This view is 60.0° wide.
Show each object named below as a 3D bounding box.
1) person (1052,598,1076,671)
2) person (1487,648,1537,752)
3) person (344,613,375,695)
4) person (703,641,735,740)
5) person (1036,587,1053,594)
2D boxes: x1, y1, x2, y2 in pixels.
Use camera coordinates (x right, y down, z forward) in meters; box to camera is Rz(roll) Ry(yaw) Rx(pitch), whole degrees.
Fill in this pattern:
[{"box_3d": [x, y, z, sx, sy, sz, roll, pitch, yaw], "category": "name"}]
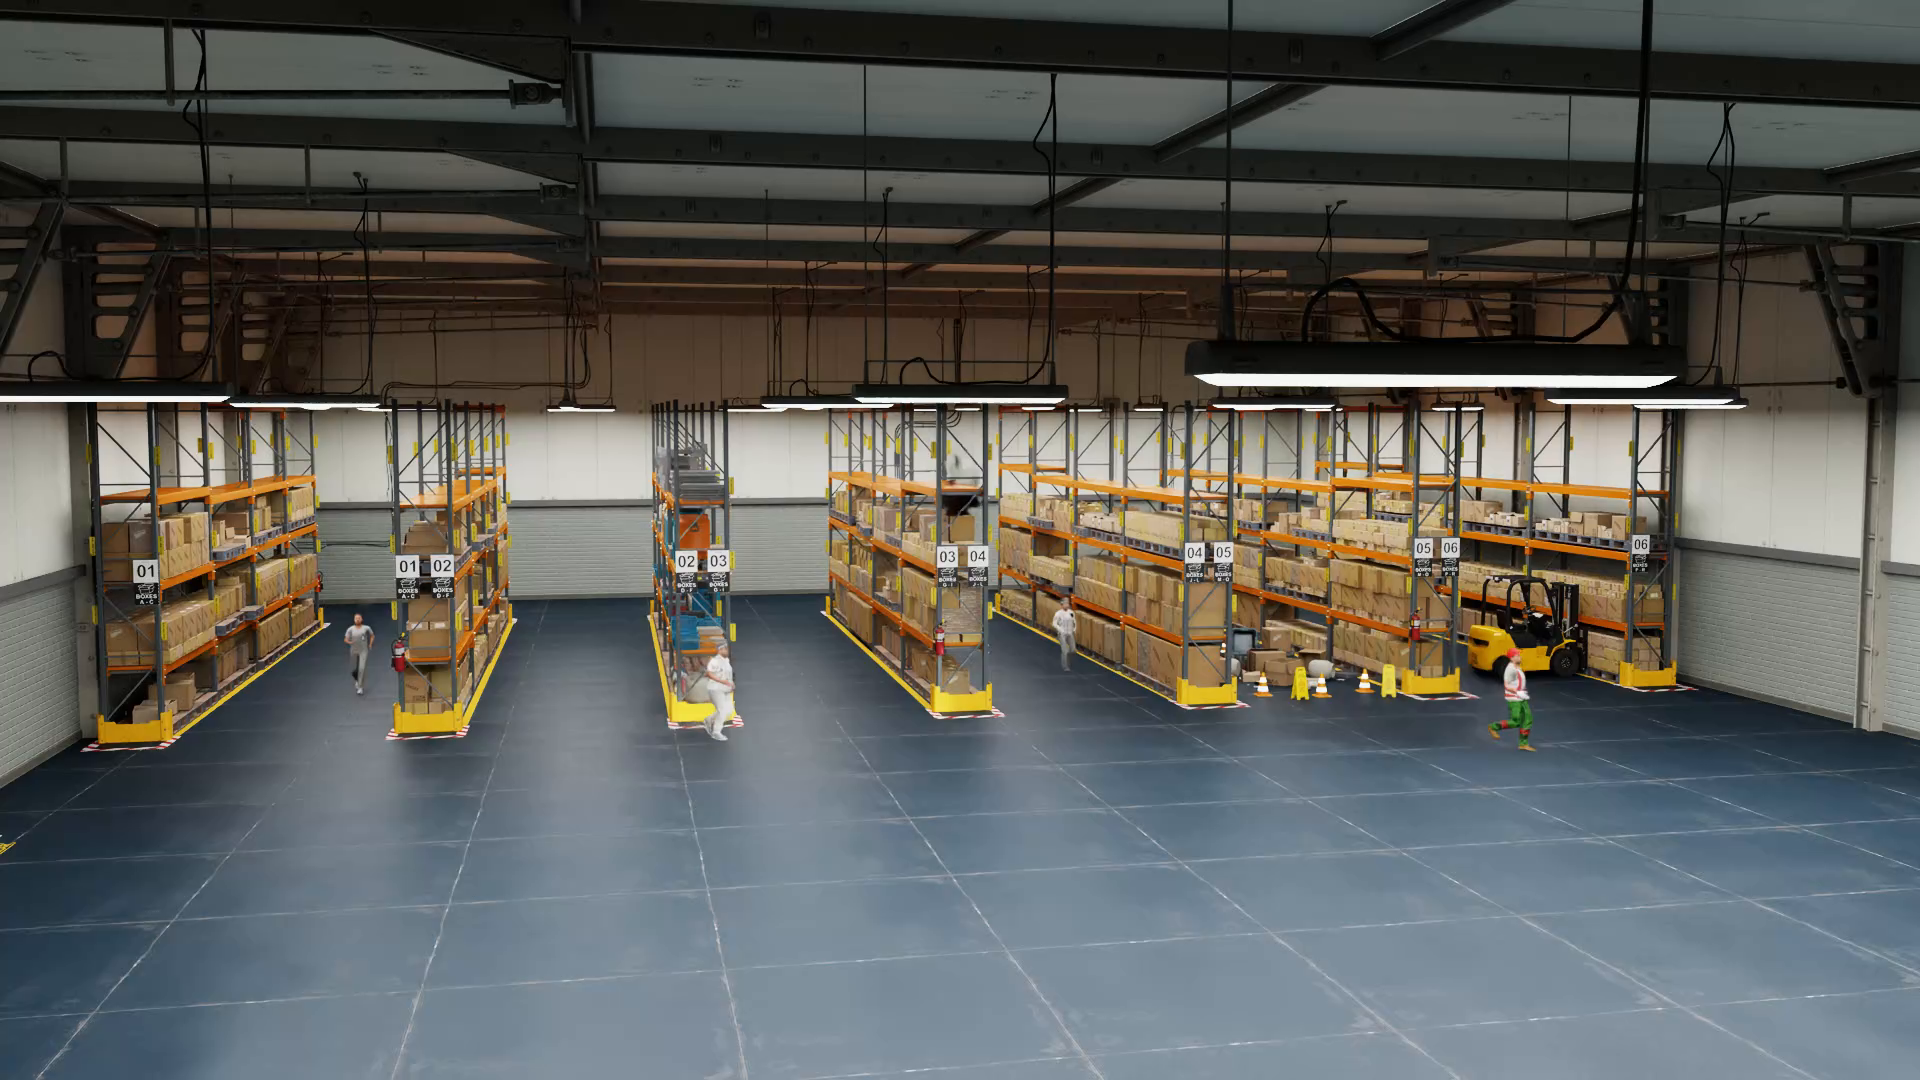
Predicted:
[{"box_3d": [2.363, 2.100, 37.095, 0.592, 1.651, 0.539, -1, 5, -18], "category": "person"}, {"box_3d": [9.465, 2.717, 28.442, 0.825, 1.754, 0.669, 3, 5, 33], "category": "person"}, {"box_3d": [-12.352, 2.318, 34.216, 0.577, 1.641, 0.877, -1, 4, -14], "category": "person"}, {"box_3d": [-4.264, 2.646, 29.505, 0.651, 1.736, 0.713, 2, 5, 23], "category": "person"}, {"box_3d": [2.544, 1.077, 50.178, 0.585, 1.738, 0.721, -1, 4, -8], "category": "person"}]
